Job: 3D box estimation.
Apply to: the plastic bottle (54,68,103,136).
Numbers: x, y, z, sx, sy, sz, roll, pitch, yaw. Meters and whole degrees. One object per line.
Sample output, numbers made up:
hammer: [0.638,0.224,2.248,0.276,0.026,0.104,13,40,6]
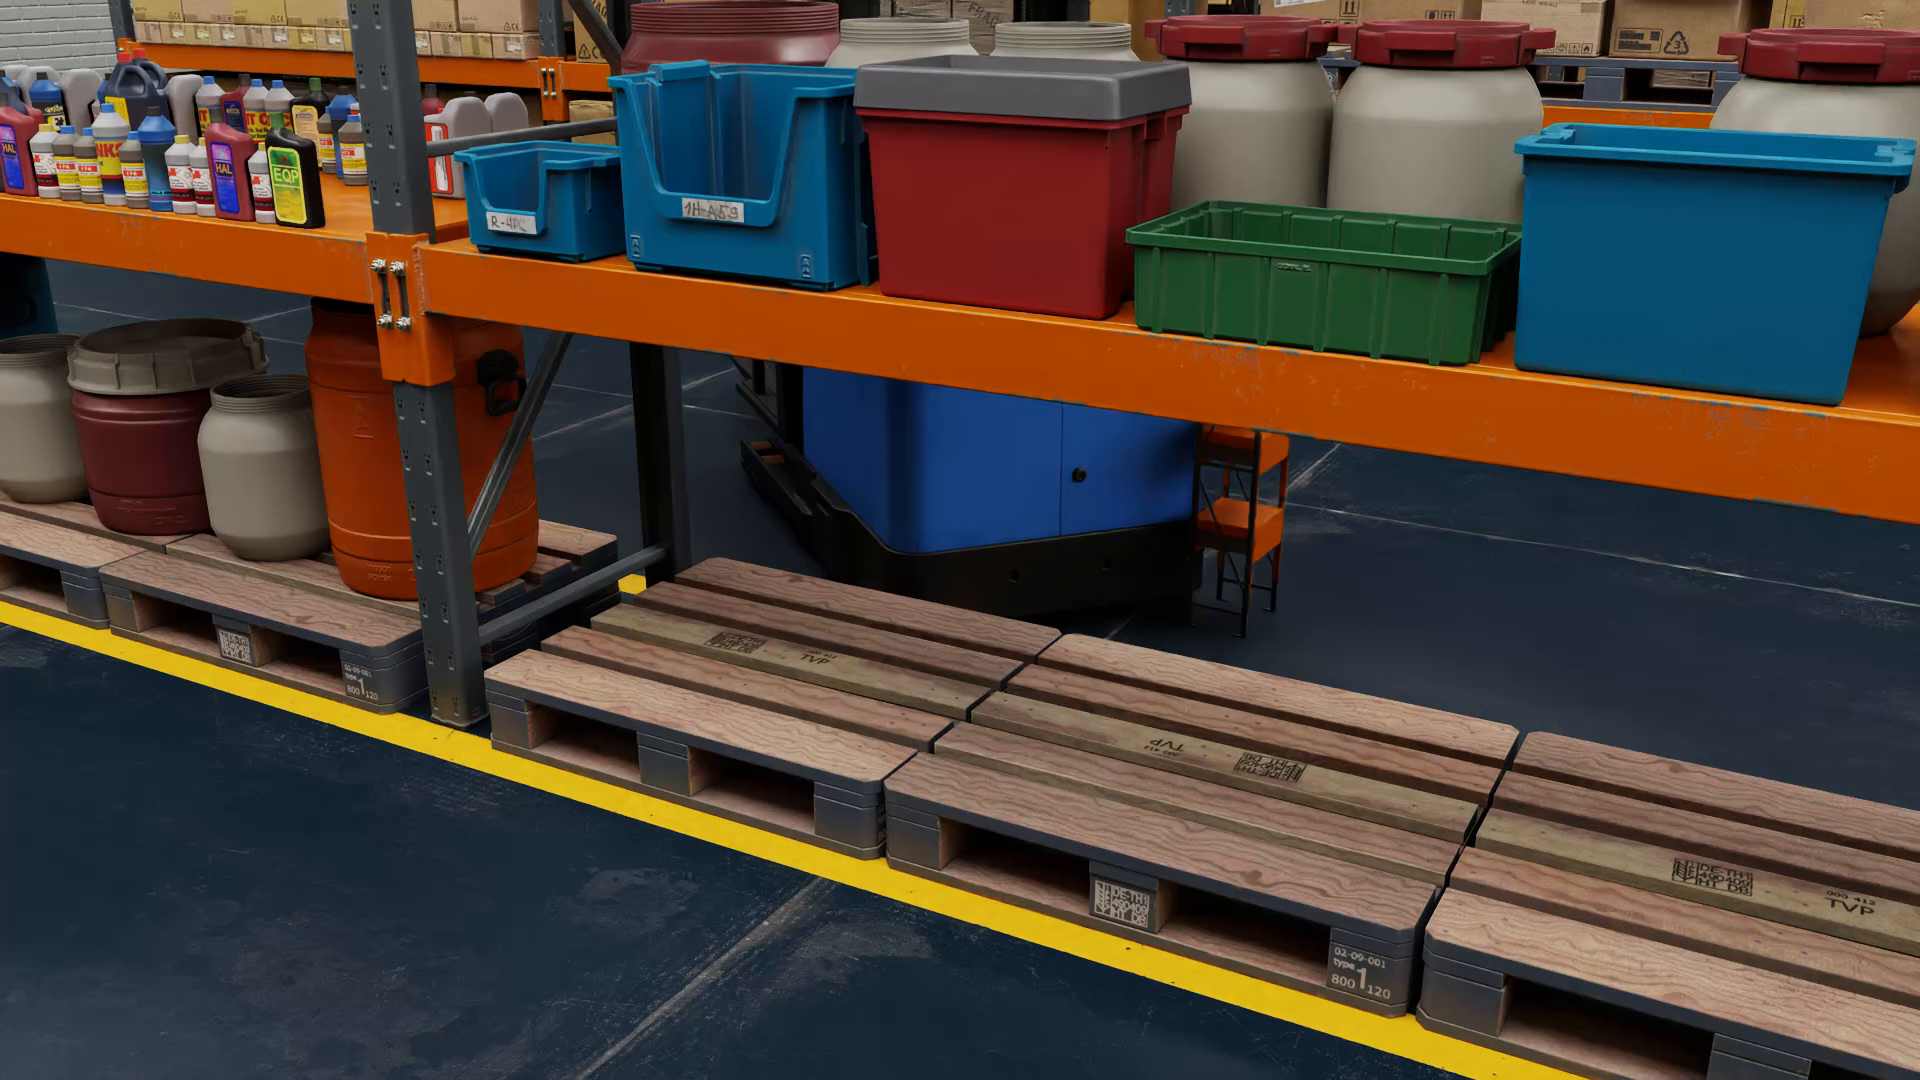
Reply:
plastic bottle: [-3.046,-1.488,5.751,0.135,0.276,0.152,11,23,27]

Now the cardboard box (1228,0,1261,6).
cardboard box: [2.241,-4.186,12.759,0.250,0.149,0.380,10,22,25]

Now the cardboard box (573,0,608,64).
cardboard box: [-1.932,-3.092,9.843,0.500,0.500,0.500,11,23,27]

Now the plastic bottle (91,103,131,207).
plastic bottle: [-2.329,-1.064,4.587,0.097,0.271,0.097,0,20,0]

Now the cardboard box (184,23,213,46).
cardboard box: [-5.106,-3.501,11.486,0.250,0.149,0.380,10,22,26]

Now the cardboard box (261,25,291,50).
cardboard box: [-4.431,-3.373,11.132,0.250,0.149,0.380,11,22,27]

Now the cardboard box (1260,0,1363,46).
cardboard box: [1.771,-2.697,8.139,0.500,0.500,0.500,8,21,21]

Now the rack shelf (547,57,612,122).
rack shelf: [-0.466,-2.525,9.482,4.000,0.370,1.077,11,23,27]

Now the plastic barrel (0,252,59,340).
plastic barrel: [-3.542,-0.719,5.910,0.708,0.901,0.600,11,23,27]

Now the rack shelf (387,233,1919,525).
rack shelf: [0.611,-0.385,3.584,4.000,0.370,1.077,11,23,27]

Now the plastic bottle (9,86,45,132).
plastic bottle: [-2.785,-1.205,4.960,0.133,0.283,0.061,11,23,27]

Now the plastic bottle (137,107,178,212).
plastic bottle: [-2.159,-1.031,4.498,0.097,0.271,0.097,0,20,0]

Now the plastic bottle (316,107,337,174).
plastic bottle: [-1.963,-1.257,5.224,0.097,0.201,0.097,0,20,0]

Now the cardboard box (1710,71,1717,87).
cardboard box: [9.643,-5.826,20.394,0.625,0.625,0.875,12,23,29]

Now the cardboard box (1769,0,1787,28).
cardboard box: [5.367,-3.631,11.330,0.500,0.500,0.500,11,22,27]

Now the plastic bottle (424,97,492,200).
plastic bottle: [-1.429,-1.121,4.738,0.135,0.276,0.152,11,23,27]

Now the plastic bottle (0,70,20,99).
plastic bottle: [-3.293,-1.484,5.747,0.097,0.271,0.097,0,20,0]

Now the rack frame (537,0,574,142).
rack frame: [-2.212,-3.196,10.276,0.127,3.000,1.000,11,23,27]

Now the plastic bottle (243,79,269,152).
plastic bottle: [-2.250,-1.345,5.363,0.097,0.271,0.097,0,20,0]

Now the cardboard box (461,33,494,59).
cardboard box: [-2.863,-3.074,10.308,0.250,0.149,0.380,11,23,28]

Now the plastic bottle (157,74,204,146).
plastic bottle: [-2.566,-1.397,5.498,0.135,0.276,0.152,11,23,27]

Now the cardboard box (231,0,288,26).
cardboard box: [-4.522,-3.601,11.177,0.500,0.250,0.500,10,22,26]

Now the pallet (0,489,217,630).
pallet: [-2.905,-0.067,5.741,1.213,0.211,1.003,11,23,27]

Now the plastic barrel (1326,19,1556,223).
plastic barrel: [0.988,-0.801,3.476,0.433,0.535,0.433,0,20,0]

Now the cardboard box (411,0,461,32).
cardboard box: [-3.178,-3.346,10.474,0.500,0.250,0.500,12,23,29]

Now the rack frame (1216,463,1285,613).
rack frame: [0.912,-0.283,5.103,0.200,1.050,0.008,12,23,29]

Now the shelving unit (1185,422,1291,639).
shelving unit: [0.849,-0.248,5.005,0.215,1.050,0.252,12,23,29]

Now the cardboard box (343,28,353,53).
cardboard box: [-3.760,-3.245,10.779,0.250,0.149,0.380,10,22,26]

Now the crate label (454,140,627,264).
crate label: [-0.950,-0.796,3.906,0.416,0.233,0.303,11,23,27]

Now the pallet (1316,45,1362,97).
pallet: [1.955,-2.354,8.236,1.003,0.211,1.213,11,23,27]

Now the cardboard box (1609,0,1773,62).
cardboard box: [3.214,-2.372,7.238,0.637,0.503,0.797,13,24,33]

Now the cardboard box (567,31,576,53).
cardboard box: [-2.308,-3.226,10.728,0.250,0.149,0.380,11,23,27]

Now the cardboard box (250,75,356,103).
cardboard box: [-4.311,-2.826,11.756,0.875,0.875,0.875,11,23,27]

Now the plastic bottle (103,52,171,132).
plastic bottle: [-2.660,-1.392,5.376,0.185,0.351,0.144,11,23,27]

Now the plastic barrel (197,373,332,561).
plastic barrel: [-2.107,-0.228,5.126,0.421,0.512,0.421,0,20,0]

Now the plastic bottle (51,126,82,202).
plastic bottle: [-2.499,-1.063,4.688,0.097,0.201,0.097,0,20,0]

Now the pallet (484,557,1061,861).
pallet: [-0.478,0.395,4.466,1.213,0.211,1.003,11,23,27]

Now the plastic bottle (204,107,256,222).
plastic bottle: [-1.898,-0.980,4.339,0.133,0.283,0.061,11,23,27]

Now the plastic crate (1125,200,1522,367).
plastic crate: [0.699,-0.497,3.147,0.662,0.188,0.450,11,23,27]

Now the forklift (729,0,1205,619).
forklift: [-0.213,-1.578,5.917,1.130,2.935,3.031,-7,21,-19]

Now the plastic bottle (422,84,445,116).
plastic bottle: [-1.620,-1.238,5.049,0.133,0.283,0.061,11,23,27]

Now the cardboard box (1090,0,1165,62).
cardboard box: [0.729,-2.586,8.448,0.500,0.500,0.500,12,23,29]

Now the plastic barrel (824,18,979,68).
plastic barrel: [-0.133,-1.001,4.062,0.421,0.512,0.421,0,20,0]
